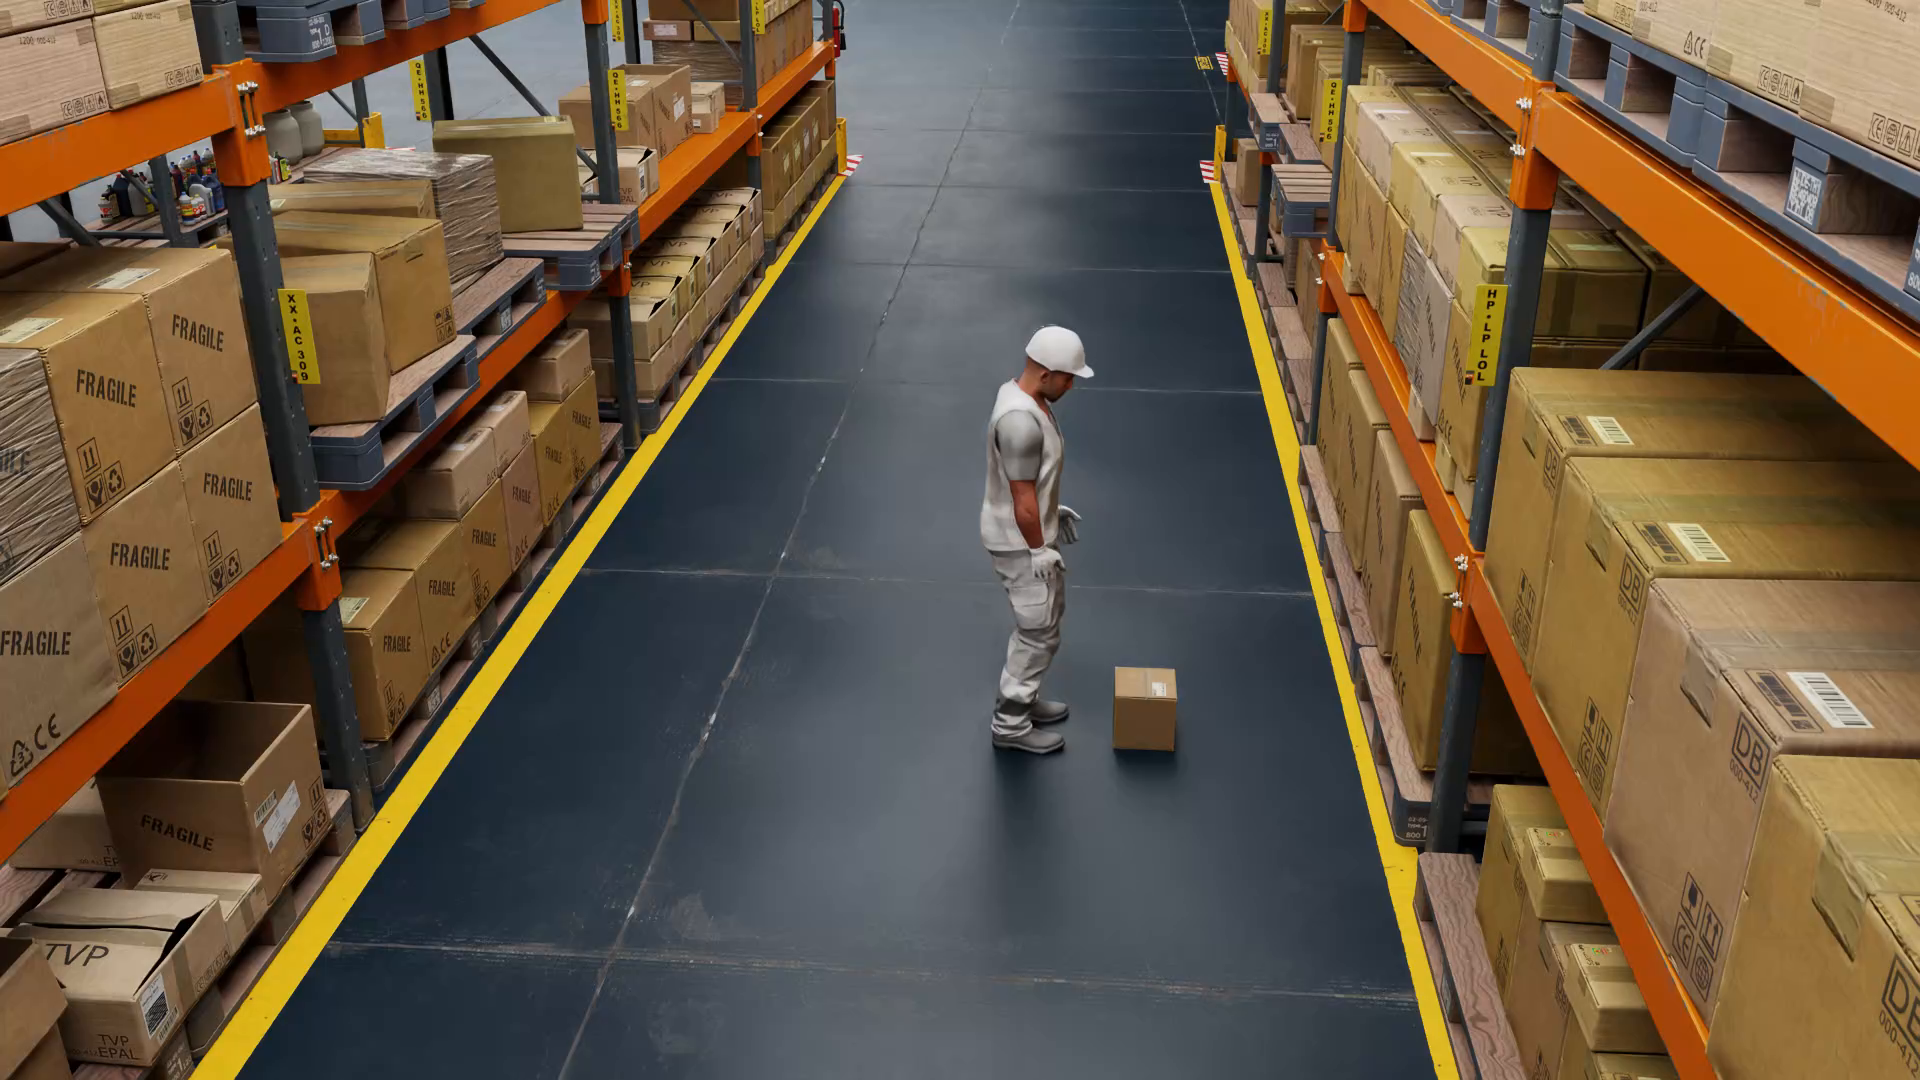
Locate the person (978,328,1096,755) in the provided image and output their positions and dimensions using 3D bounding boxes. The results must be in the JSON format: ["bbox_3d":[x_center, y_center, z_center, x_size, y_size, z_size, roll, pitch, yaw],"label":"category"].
[{"bbox_3d":[0.300,-0.005,6.643,0.443,1.743,0.541,2,24,5],"label":"person"}]
